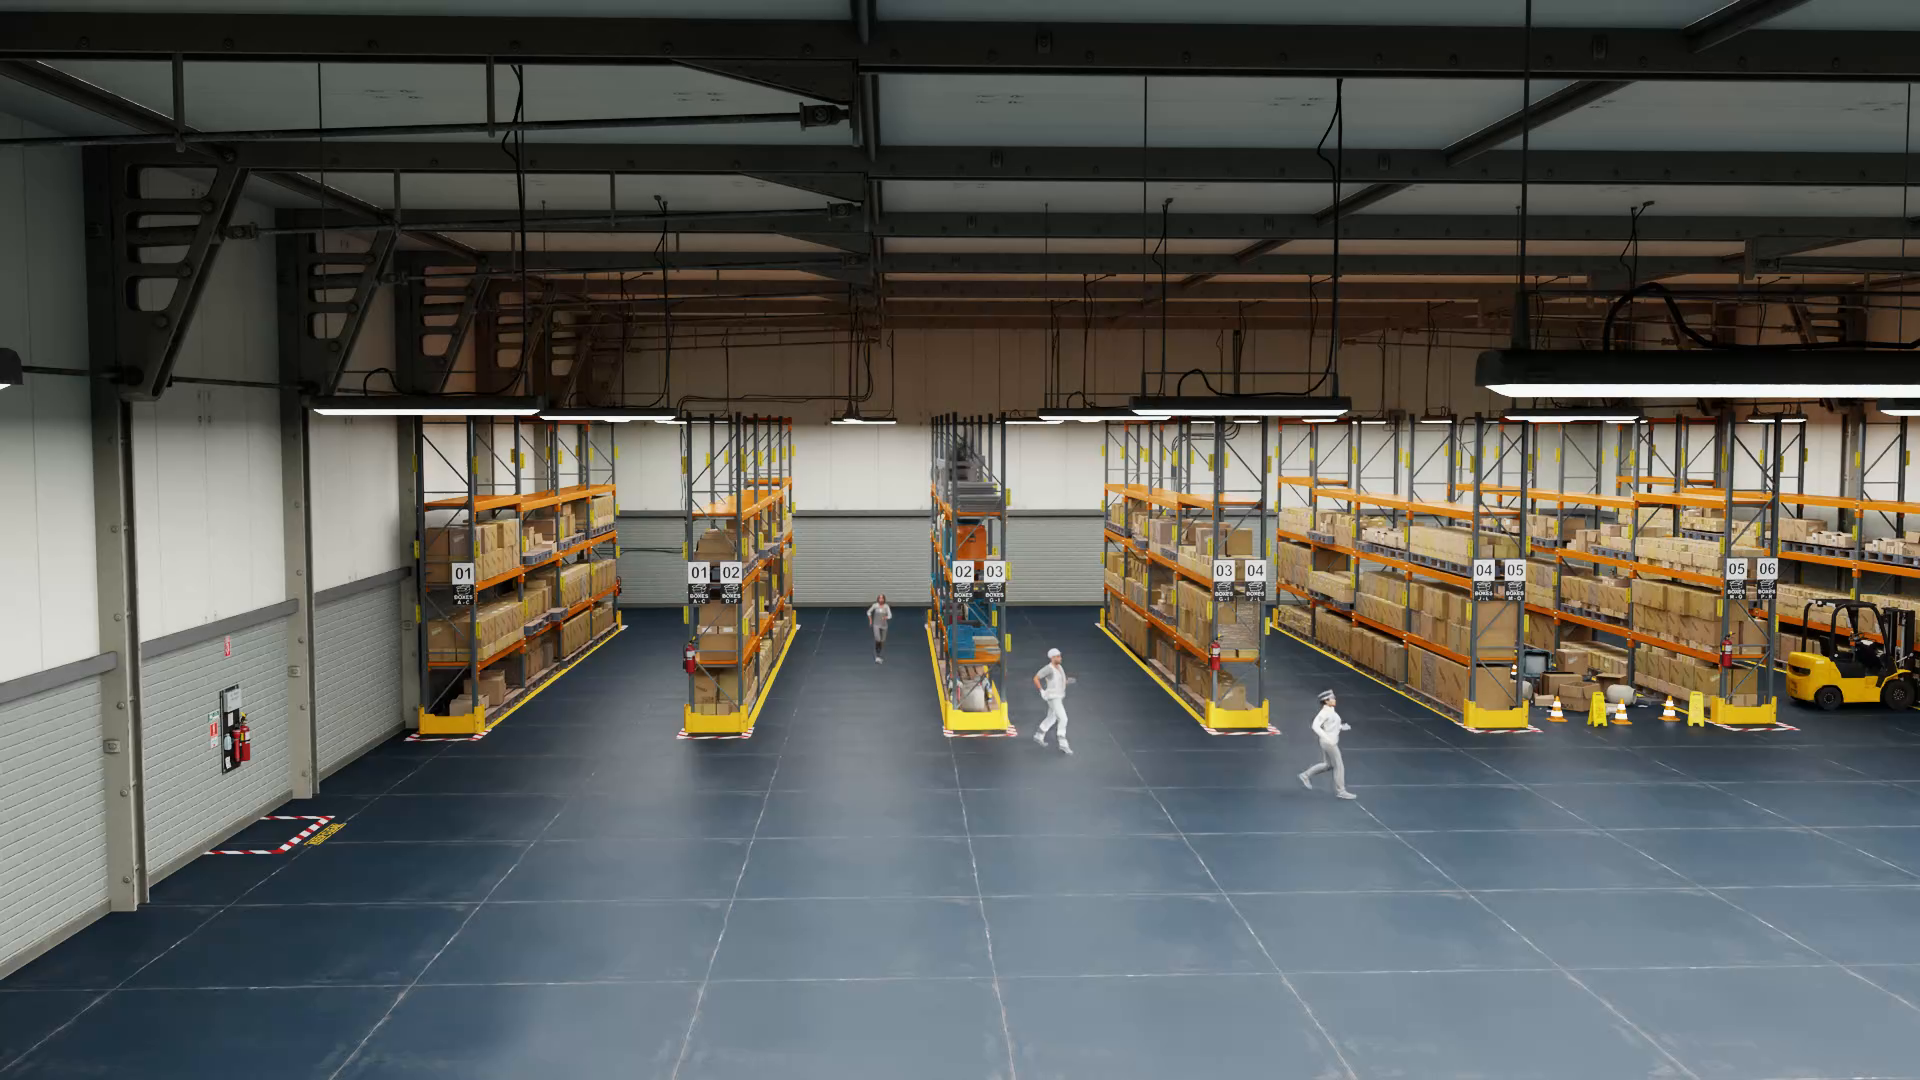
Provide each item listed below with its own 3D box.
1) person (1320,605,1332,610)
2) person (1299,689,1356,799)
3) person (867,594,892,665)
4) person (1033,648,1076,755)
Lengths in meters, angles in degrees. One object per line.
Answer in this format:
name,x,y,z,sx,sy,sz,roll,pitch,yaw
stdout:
person,10.468,1.527,48.699,0.761,1.740,0.970,-3,5,-40
person,5.685,3.127,25.629,0.858,1.670,0.622,1,4,20
person,-1.829,2.051,38.135,0.510,1.626,0.618,-1,4,-14
person,1.652,2.824,29.256,0.836,1.838,0.652,2,4,26
